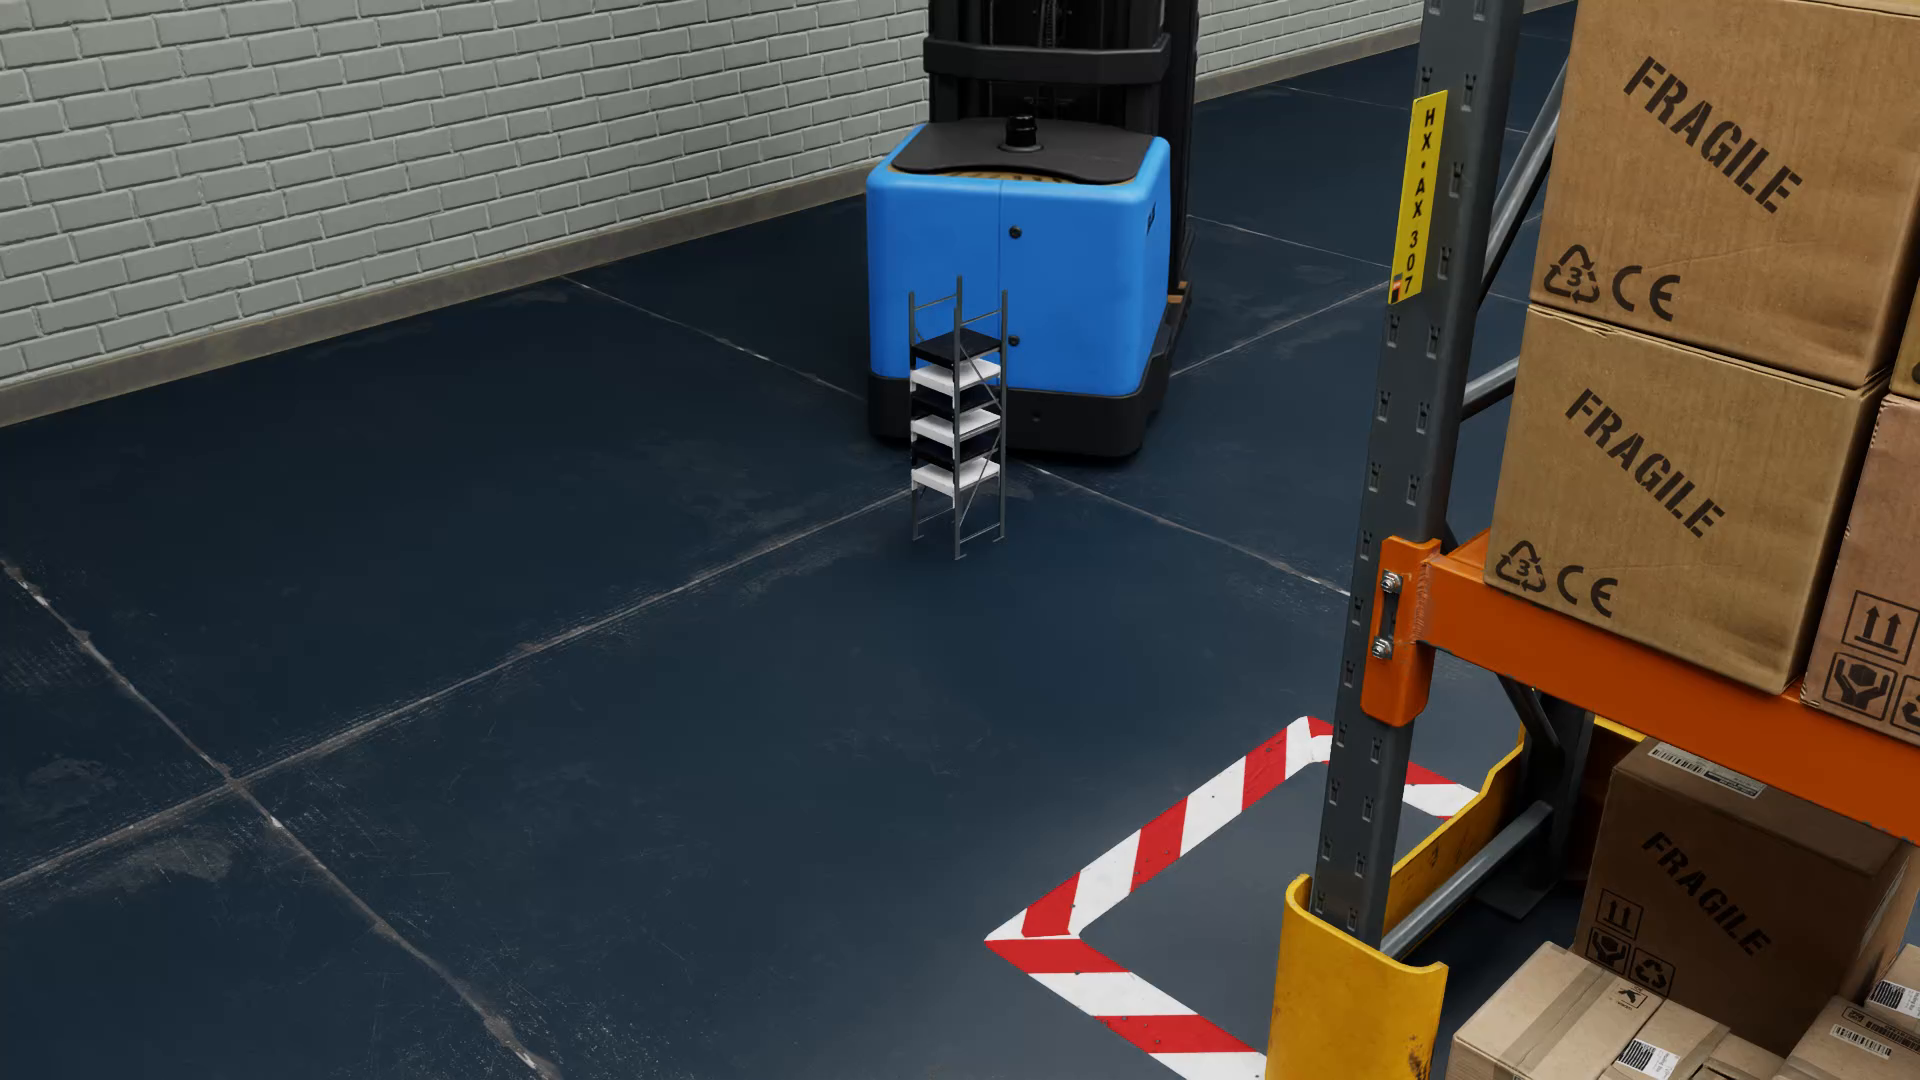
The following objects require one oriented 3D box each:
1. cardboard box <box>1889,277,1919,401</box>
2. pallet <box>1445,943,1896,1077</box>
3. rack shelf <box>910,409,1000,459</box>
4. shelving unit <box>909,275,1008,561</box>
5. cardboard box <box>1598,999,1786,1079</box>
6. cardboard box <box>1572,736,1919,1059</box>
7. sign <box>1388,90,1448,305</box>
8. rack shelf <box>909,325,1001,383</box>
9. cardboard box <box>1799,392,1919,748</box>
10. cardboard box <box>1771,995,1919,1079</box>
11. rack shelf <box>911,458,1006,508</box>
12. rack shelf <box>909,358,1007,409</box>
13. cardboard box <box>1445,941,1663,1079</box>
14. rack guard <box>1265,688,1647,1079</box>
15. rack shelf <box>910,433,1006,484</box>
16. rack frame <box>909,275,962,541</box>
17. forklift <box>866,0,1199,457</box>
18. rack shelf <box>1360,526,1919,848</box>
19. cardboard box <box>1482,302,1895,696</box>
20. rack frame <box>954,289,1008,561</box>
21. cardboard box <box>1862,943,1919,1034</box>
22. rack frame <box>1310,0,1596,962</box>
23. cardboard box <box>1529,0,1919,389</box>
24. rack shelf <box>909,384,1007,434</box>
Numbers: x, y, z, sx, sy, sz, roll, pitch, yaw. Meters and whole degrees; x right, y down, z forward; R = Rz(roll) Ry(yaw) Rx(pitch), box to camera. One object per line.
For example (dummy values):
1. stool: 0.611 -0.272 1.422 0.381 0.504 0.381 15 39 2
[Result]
1. cardboard box: 1.611 -0.420 2.143 0.500 0.500 0.500 -25 37 -39
2. pallet: 1.725 1.186 3.269 1.213 0.211 1.003 25 36 38
3. rack shelf: -0.006 -0.371 5.561 0.200 0.077 0.258 25 36 38
4. shelving unit: -0.006 -0.401 5.546 0.210 0.900 0.258 25 36 38
5. cardboard box: 1.338 1.058 3.086 0.250 0.166 0.380 25 36 38
6. cardboard box: 1.662 0.674 3.458 0.500 0.500 0.500 25 36 38
7. sign: 0.722 -0.536 2.617 0.005 0.325 0.100 25 36 38
8. rack shelf: -0.006 -0.610 5.435 0.200 0.077 0.258 25 36 38
9. cardboard box: 1.605 0.021 2.379 0.500 0.500 0.500 24 36 38
10. cardboard box: 1.647 1.124 2.872 0.500 0.250 0.500 25 36 38
11. rack shelf: -0.006 -0.212 5.645 0.200 0.077 0.258 25 36 38
12. rack shelf: -0.006 -0.531 5.477 0.200 0.077 0.258 25 36 38
13. cardboard box: 1.159 0.985 3.245 0.250 0.149 0.380 25 36 38
14. rack guard: 1.156 0.798 3.695 0.348 0.500 1.175 25 36 38
15. rack shelf: -0.006 -0.292 5.603 0.200 0.077 0.258 25 36 38
16. rack frame: -0.078 -0.434 5.609 0.006 0.900 0.240 25 36 38
17. forklift: 0.466 -2.273 6.923 1.130 2.935 3.031 6 28 11
18. rack shelf: 2.528 0.638 2.087 4.000 0.370 1.077 25 36 38
19. cardboard box: 1.233 -0.145 2.696 0.500 0.500 0.500 -24 36 -38
20. rack frame: 0.067 -0.368 5.483 0.006 0.900 0.240 25 36 38
21. cardboard box: 1.888 0.984 3.228 0.250 0.166 0.380 25 36 38
22. rack frame: 1.102 -0.333 3.161 0.127 3.000 1.000 25 36 38
23. cardboard box: 1.233 -0.588 2.463 0.500 0.500 0.500 -24 36 -38
24. rack shelf: -0.006 -0.451 5.519 0.200 0.077 0.258 25 36 38
